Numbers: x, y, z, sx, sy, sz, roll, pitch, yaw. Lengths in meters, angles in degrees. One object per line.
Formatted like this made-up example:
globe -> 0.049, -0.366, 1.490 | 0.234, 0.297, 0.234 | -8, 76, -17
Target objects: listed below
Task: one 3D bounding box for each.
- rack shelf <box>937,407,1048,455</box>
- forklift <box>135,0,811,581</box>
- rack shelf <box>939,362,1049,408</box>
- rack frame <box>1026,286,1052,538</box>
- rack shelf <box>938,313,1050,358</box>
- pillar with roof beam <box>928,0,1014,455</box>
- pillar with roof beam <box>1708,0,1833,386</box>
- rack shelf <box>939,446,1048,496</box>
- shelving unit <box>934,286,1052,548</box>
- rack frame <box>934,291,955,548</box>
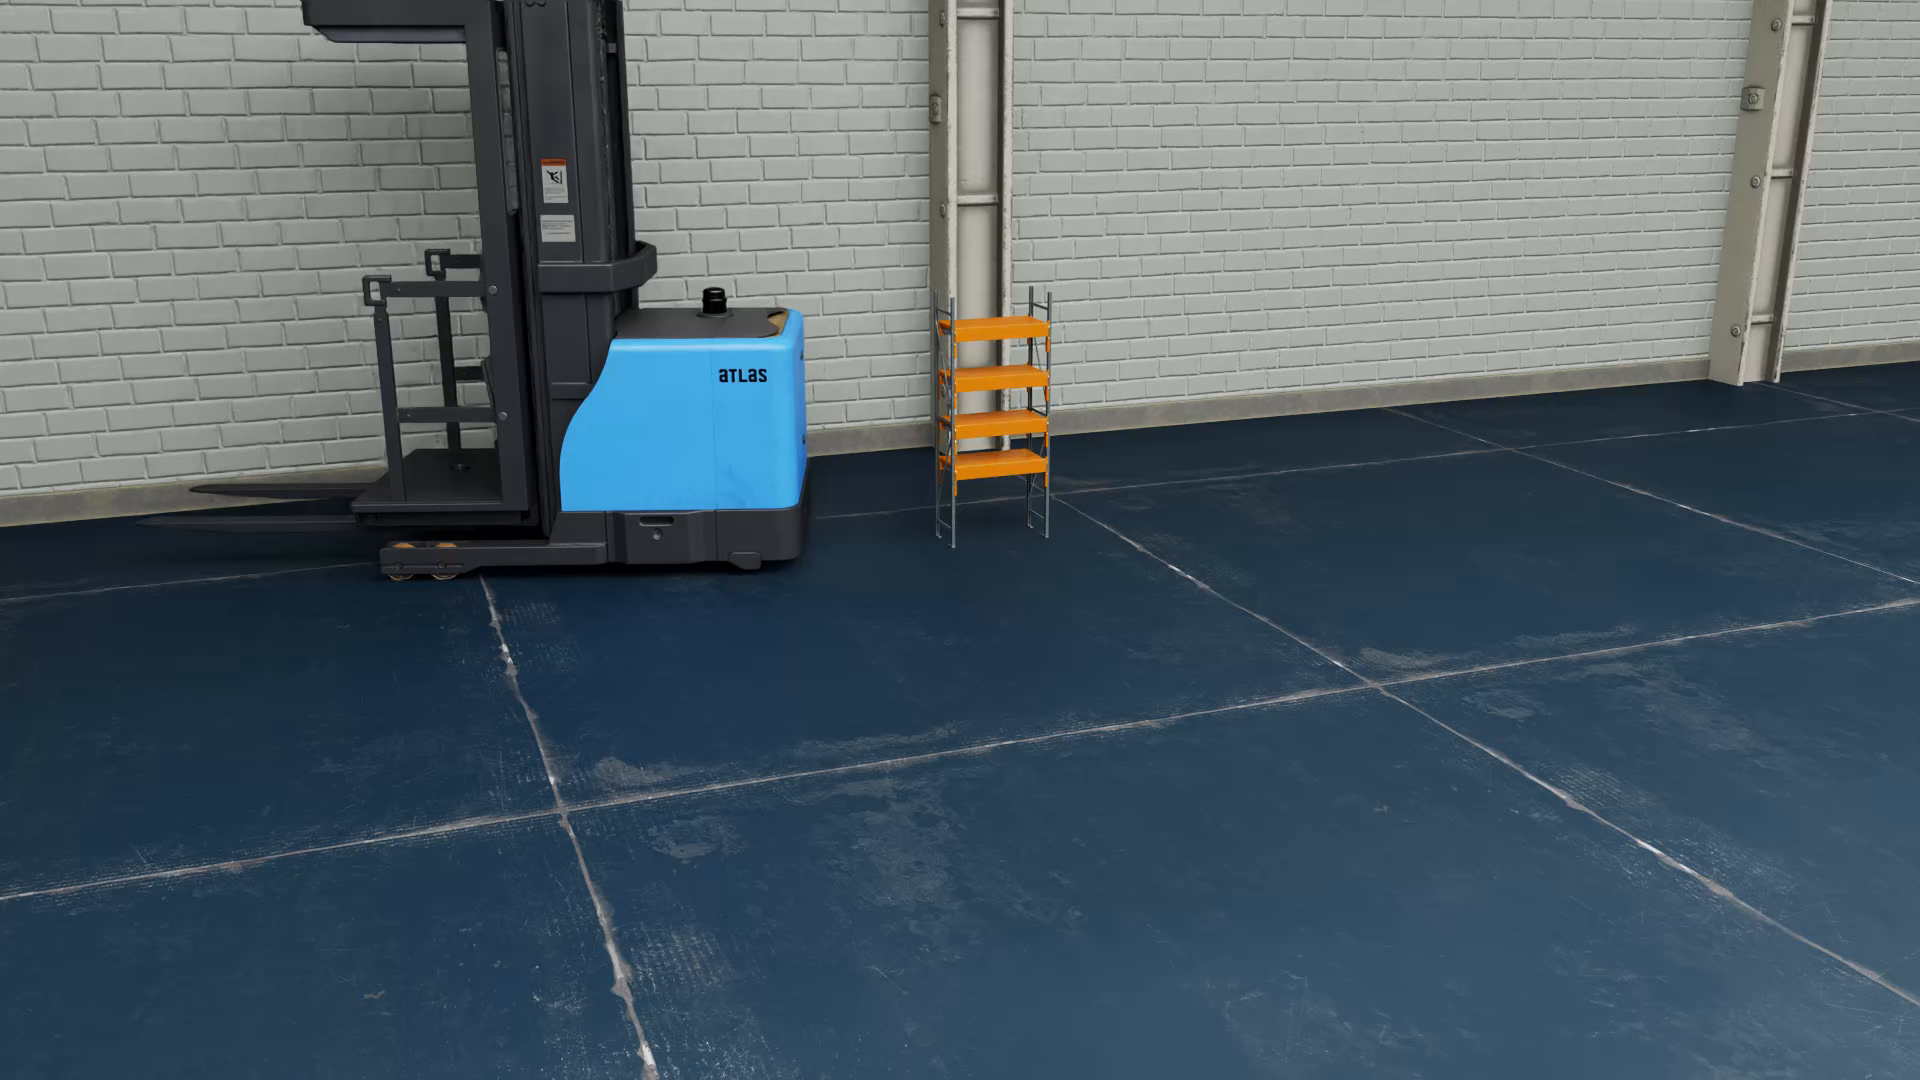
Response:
rack shelf -> 0.155, -0.528, 8.005 | 0.480, 0.148, 0.258 | -6, 17, -20
forklift -> -2.254, -1.376, 7.582 | 3.031, 2.935, 1.130 | -1, 16, -2
rack shelf -> 0.155, -0.742, 7.942 | 0.480, 0.148, 0.258 | -6, 17, -20
rack frame -> 0.382, -0.617, 8.070 | 0.015, 1.200, 0.240 | -6, 17, -20
rack shelf -> 0.155, -0.969, 7.875 | 0.480, 0.148, 0.258 | -6, 17, -20
pillar with roof beam -> 1.602, -3.739, 4.859 | 0.400, 9.000, 9.100 | -6, 17, -20
pillar with roof beam -> 7.205, -4.344, 6.919 | 0.400, 9.000, 9.100 | -6, 17, -20
rack shelf -> 0.155, -0.337, 8.061 | 0.480, 0.148, 0.258 | -6, 17, -20
shelving unit -> 0.155, -0.592, 7.986 | 0.503, 1.200, 0.258 | -6, 17, -20
rack frame -> -0.073, -0.568, 7.902 | 0.015, 1.200, 0.240 | -6, 17, -20
